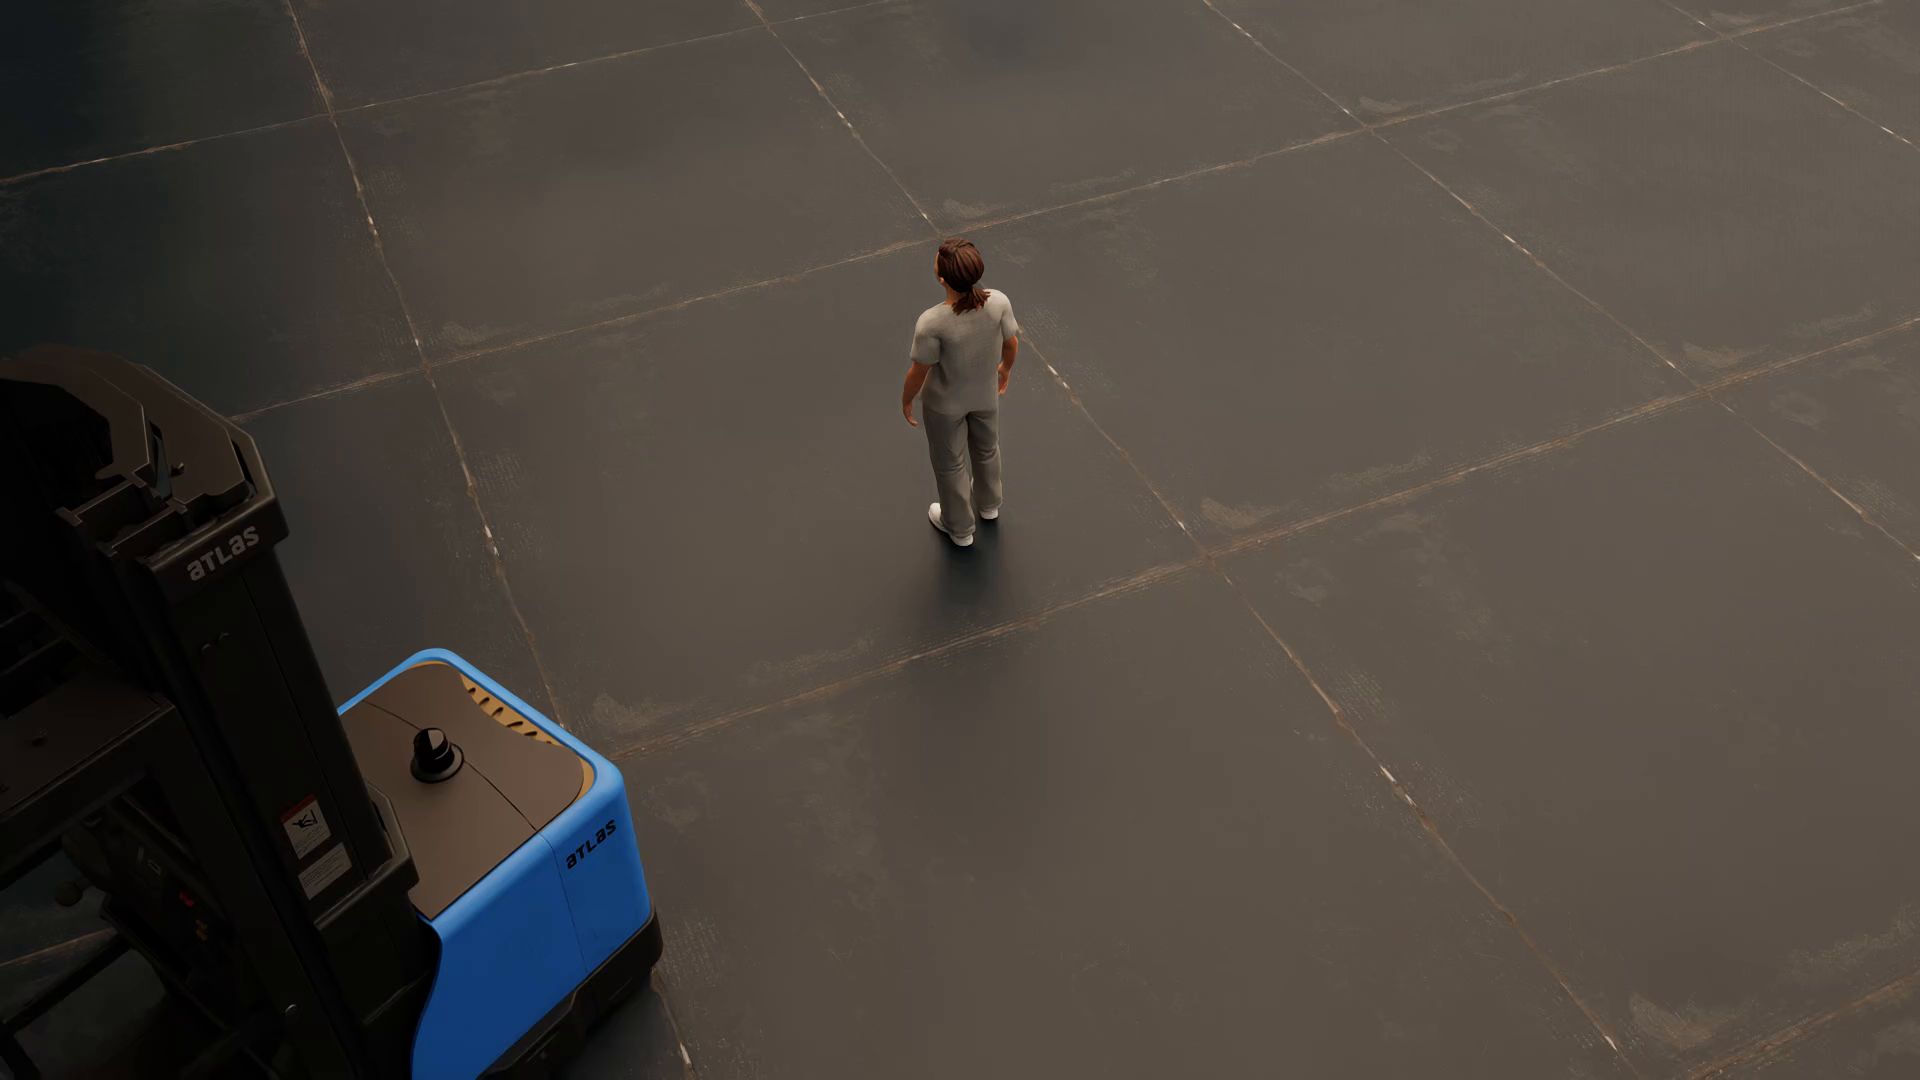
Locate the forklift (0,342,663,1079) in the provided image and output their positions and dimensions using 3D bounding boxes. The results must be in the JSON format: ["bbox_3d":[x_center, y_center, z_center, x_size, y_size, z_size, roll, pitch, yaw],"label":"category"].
[{"bbox_3d":[-2.398,1.062,4.542,1.130,2.935,3.031,28,50,27],"label":"forklift"}]

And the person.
[{"bbox_3d":[-0.019,-0.666,7.305,0.550,1.674,0.549,-18,46,-18],"label":"person"}]
